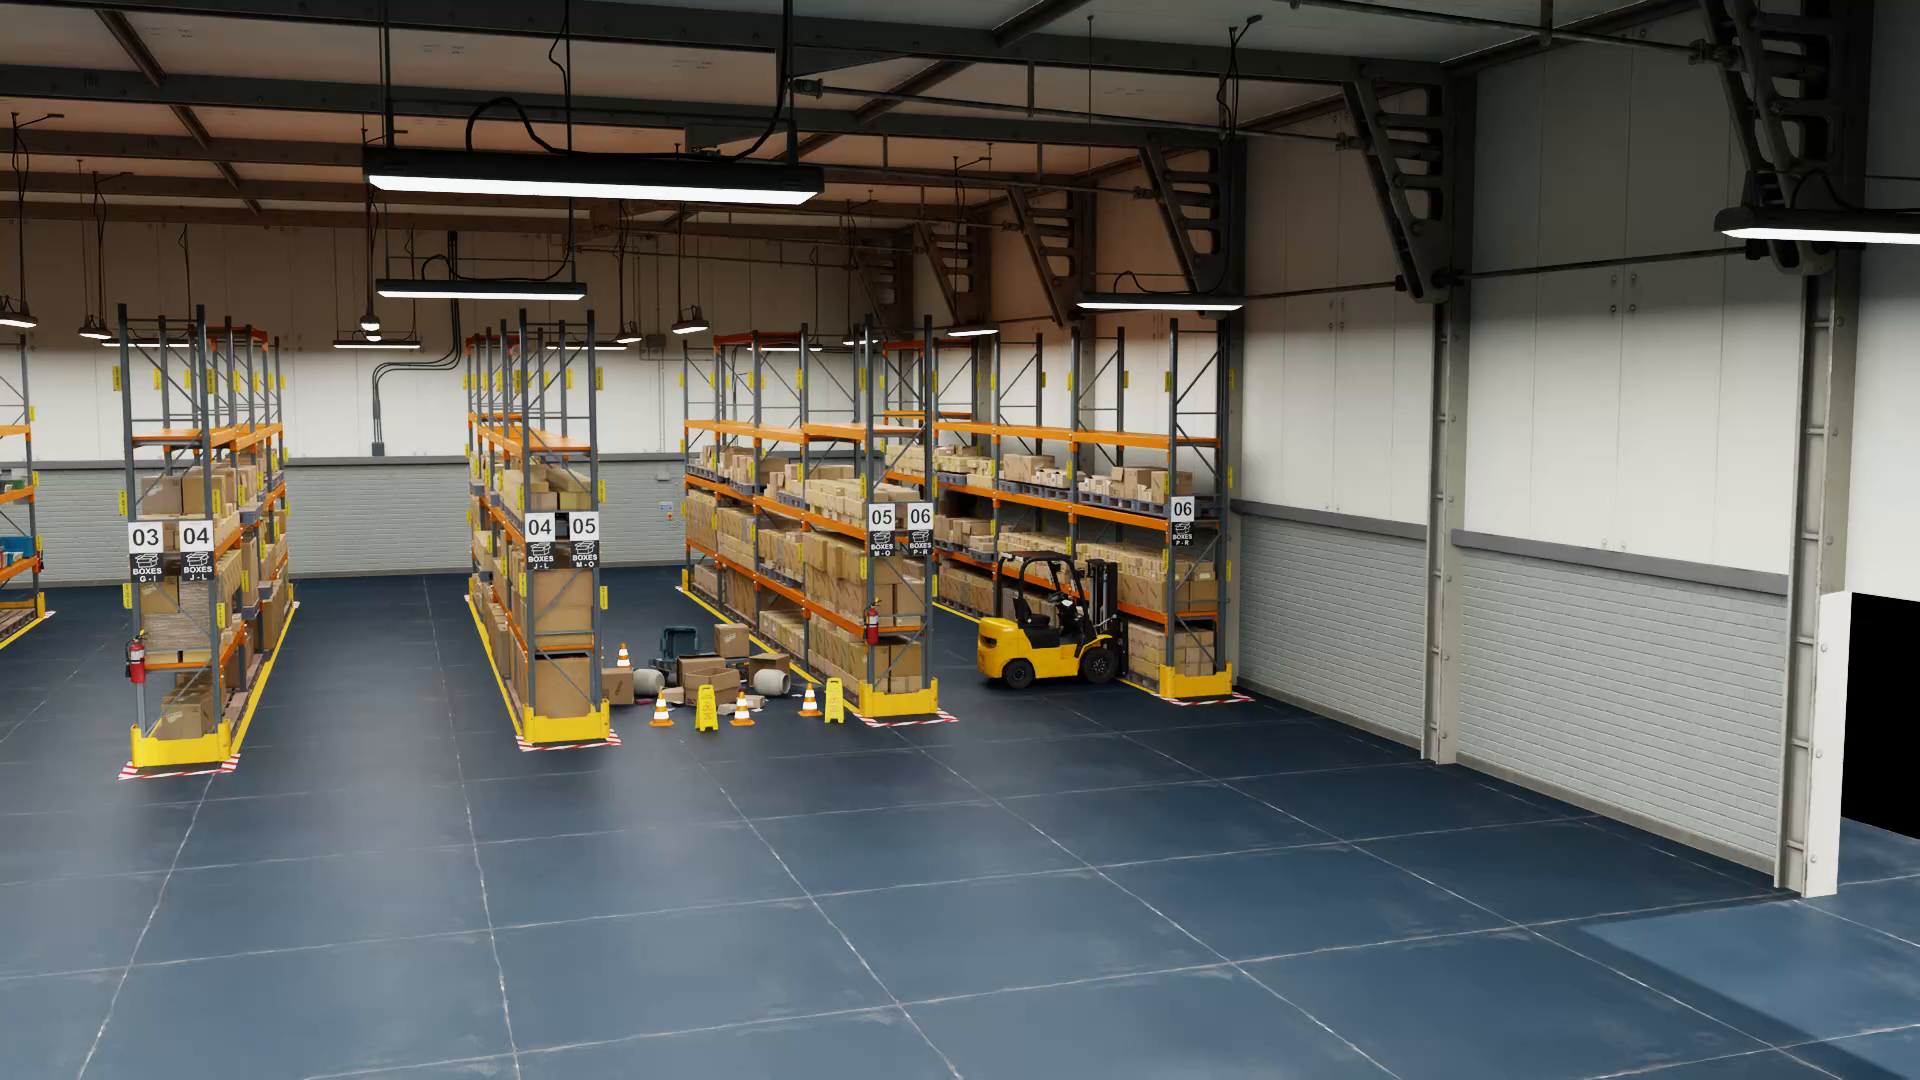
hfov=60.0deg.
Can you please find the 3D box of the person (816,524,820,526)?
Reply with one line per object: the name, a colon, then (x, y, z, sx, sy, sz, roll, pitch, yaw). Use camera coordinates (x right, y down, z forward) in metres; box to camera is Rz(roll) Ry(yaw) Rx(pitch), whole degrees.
person: (-3.399, 0.249, 42.136, 0.687, 1.546, 0.536, -4, 6, -33)
